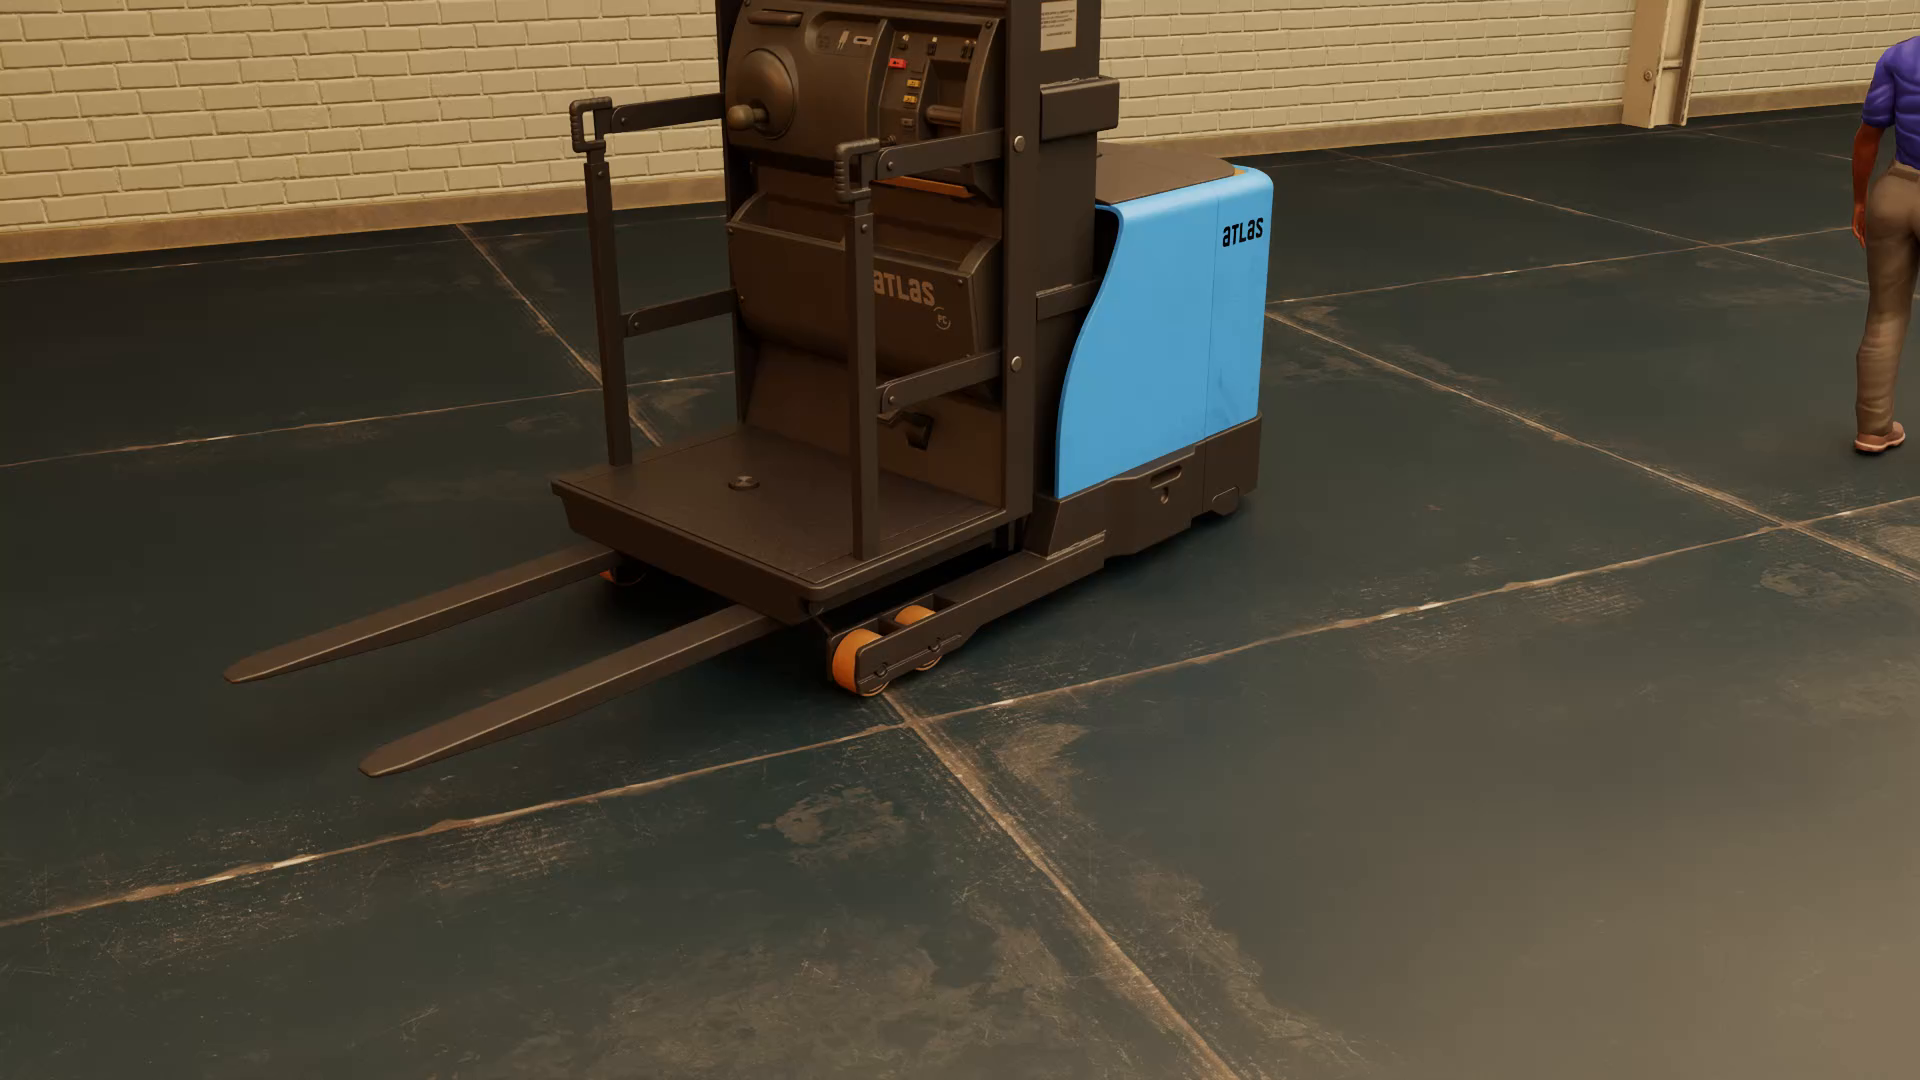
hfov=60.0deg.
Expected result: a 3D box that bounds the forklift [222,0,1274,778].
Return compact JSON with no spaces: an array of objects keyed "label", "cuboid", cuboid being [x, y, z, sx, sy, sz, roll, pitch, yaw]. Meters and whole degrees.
[{"label":"forklift","cuboid":[-0.413,-1.182,4.131,1.130,2.935,3.031,19,29,39]}]

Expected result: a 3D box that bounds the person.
[{"label":"person","cuboid":[3.287,-1.089,5.554,0.504,1.654,0.569,-16,27,-33]}]
